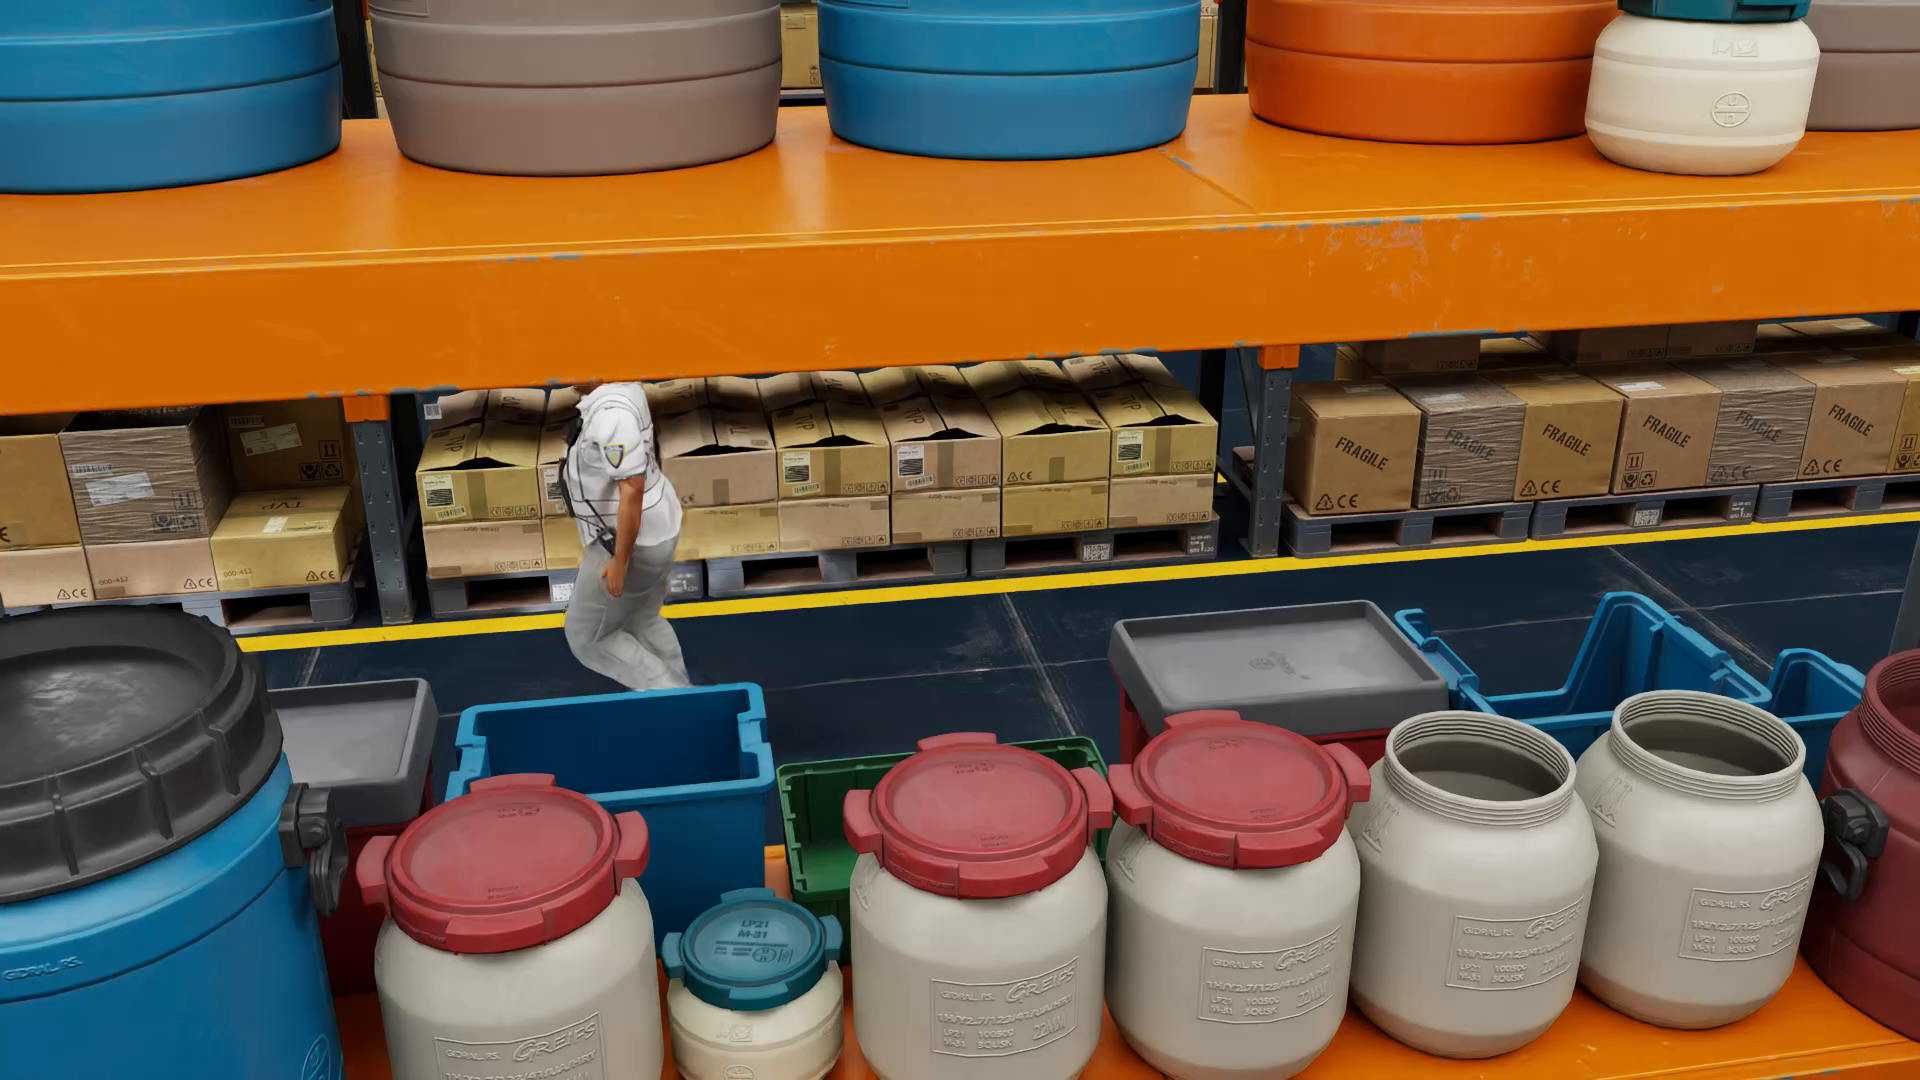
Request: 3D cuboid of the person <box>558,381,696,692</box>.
[{"bbox_3d":[-1.231,0.000,6.094,0.475,1.651,0.546,-2,24,-4],"label":"person"}]
